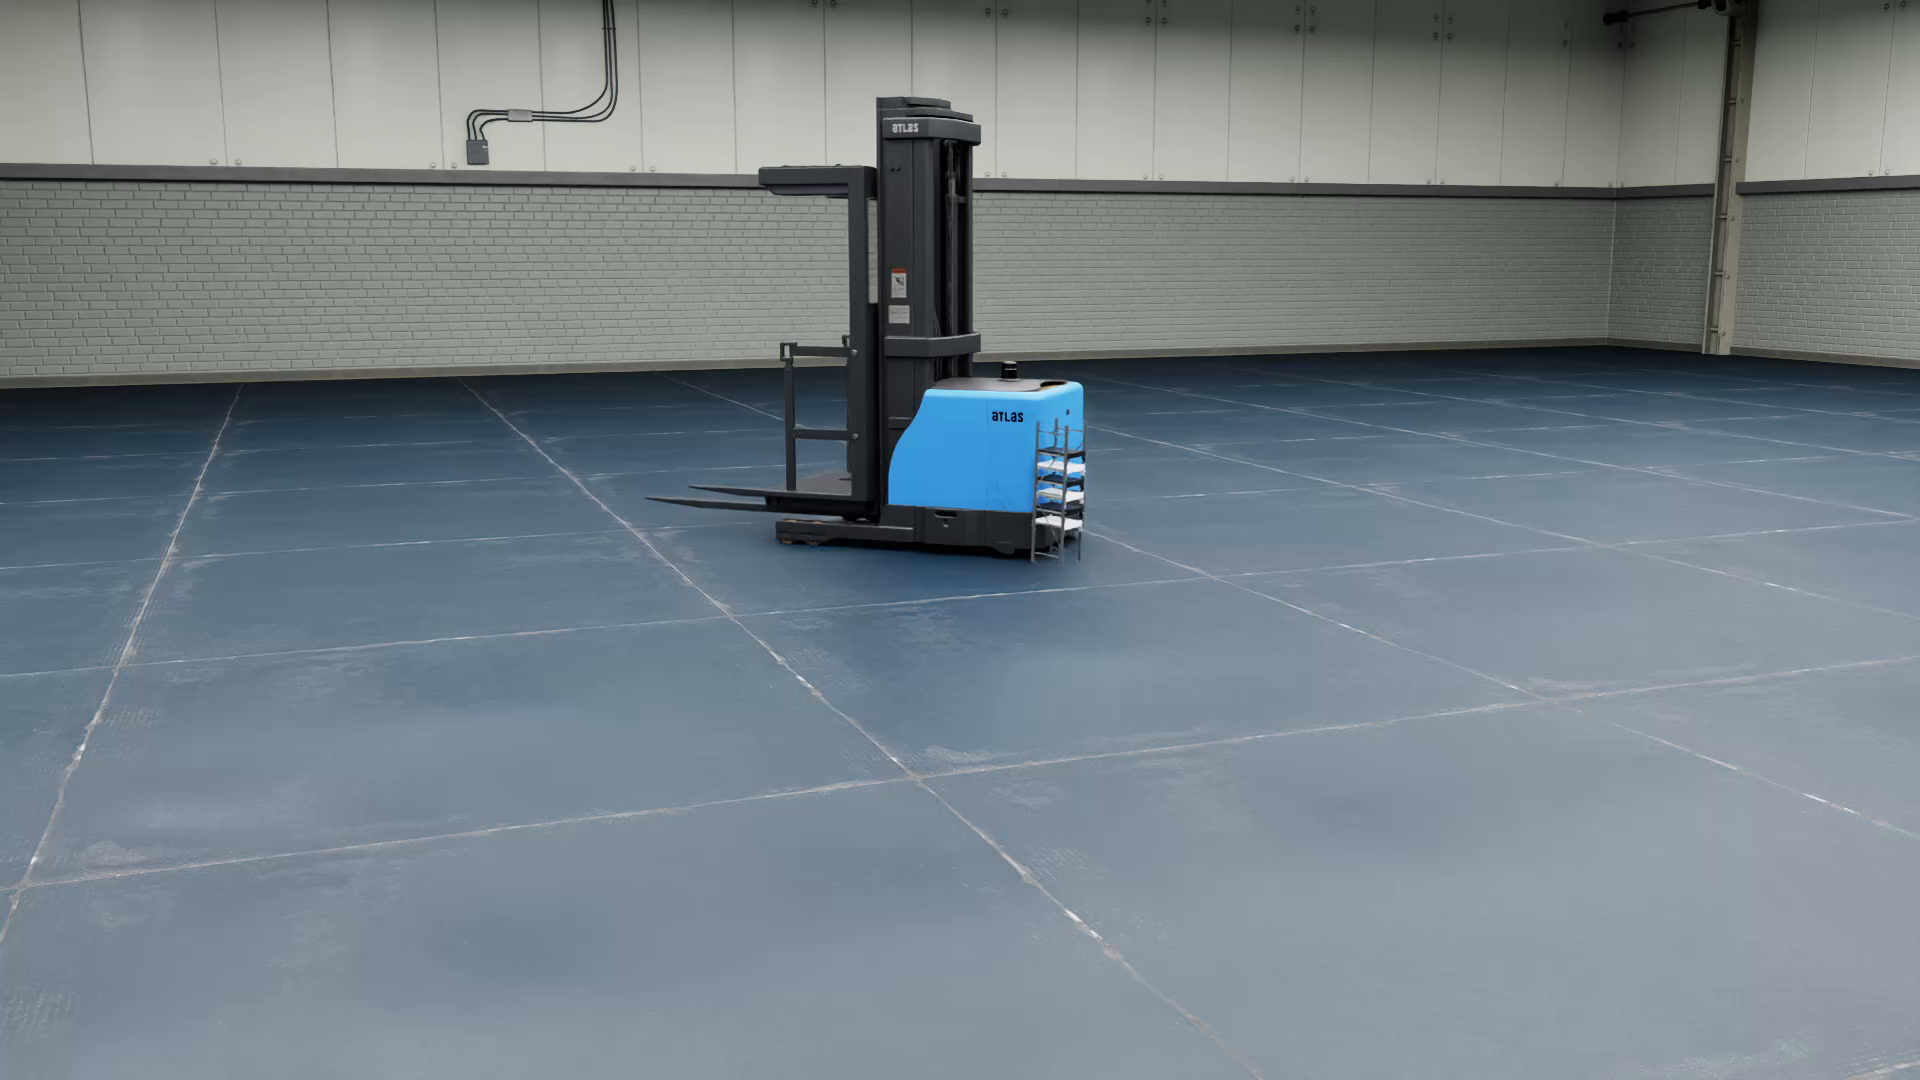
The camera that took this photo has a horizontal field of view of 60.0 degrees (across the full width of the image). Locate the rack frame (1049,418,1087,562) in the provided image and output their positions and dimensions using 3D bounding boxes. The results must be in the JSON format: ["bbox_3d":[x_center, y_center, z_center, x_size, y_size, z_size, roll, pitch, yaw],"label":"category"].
[{"bbox_3d":[0.686,-0.317,10.578,0.240,0.900,0.006,11,15,37],"label":"rack frame"}]

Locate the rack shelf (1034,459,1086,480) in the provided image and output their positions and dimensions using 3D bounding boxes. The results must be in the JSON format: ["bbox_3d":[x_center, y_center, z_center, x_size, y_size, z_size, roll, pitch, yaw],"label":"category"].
[{"bbox_3d":[0.628,-0.444,10.468,0.258,0.077,0.200,11,15,37],"label":"rack shelf"}]

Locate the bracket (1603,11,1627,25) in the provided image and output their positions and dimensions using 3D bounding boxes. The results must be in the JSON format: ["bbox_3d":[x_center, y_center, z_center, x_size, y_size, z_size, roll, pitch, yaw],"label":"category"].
[{"bbox_3d":[12.647,-10.074,32.082,0.235,0.232,0.430,-4,11,-21],"label":"bracket"}]

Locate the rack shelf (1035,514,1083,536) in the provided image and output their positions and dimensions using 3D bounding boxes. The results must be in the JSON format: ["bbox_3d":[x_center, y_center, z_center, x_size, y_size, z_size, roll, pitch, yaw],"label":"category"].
[{"bbox_3d":[0.617,-0.093,10.545,0.258,0.077,0.200,11,15,37],"label":"rack shelf"}]

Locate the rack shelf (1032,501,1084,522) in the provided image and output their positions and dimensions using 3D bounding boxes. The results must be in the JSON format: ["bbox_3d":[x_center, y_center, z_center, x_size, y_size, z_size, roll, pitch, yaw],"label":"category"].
[{"bbox_3d":[0.620,-0.181,10.525,0.258,0.077,0.200,11,15,37],"label":"rack shelf"}]

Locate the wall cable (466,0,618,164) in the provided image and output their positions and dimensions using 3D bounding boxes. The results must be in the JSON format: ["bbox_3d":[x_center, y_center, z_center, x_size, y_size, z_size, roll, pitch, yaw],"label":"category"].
[{"bbox_3d":[-6.353,-8.710,24.979,2.305,6.003,0.169,-4,11,-21],"label":"wall cable"}]

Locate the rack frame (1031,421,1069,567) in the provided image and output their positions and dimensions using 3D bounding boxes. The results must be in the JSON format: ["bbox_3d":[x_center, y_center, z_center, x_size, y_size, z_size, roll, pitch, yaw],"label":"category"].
[{"bbox_3d":[0.561,-0.286,10.420,0.240,0.900,0.006,11,15,37],"label":"rack frame"}]

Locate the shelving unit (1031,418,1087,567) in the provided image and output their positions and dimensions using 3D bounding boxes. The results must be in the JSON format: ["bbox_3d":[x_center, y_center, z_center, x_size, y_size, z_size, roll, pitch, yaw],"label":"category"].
[{"bbox_3d":[0.623,-0.301,10.499,0.258,0.900,0.210,11,15,37],"label":"shelving unit"}]

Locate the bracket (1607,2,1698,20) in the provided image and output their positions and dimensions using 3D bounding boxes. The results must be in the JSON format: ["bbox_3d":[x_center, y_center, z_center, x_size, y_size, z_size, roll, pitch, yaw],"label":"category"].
[{"bbox_3d":[12.861,-9.978,31.540,0.076,0.066,3.189,-4,11,-21],"label":"bracket"}]

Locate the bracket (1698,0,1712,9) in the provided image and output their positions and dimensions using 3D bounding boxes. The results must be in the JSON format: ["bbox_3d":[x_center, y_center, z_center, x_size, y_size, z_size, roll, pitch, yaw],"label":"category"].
[{"bbox_3d":[13.506,-9.687,29.907,0.235,0.232,0.430,-4,11,-21],"label":"bracket"}]

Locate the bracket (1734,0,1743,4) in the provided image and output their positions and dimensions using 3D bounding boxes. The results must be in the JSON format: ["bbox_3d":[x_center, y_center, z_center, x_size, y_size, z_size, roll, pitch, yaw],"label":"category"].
[{"bbox_3d":[13.807,-9.552,29.145,0.235,0.232,0.430,-4,11,-21],"label":"bracket"}]

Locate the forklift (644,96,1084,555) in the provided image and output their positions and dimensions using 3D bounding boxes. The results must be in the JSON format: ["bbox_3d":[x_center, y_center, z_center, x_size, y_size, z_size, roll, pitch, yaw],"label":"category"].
[{"bbox_3d":[-0.717,-1.485,11.400,3.031,2.935,1.130,4,11,20],"label":"forklift"}]

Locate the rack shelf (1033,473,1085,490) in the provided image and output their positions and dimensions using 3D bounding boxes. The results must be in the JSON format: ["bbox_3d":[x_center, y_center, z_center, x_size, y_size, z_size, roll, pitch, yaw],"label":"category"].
[{"bbox_3d":[0.625,-0.357,10.487,0.258,0.077,0.200,11,15,37],"label":"rack shelf"}]

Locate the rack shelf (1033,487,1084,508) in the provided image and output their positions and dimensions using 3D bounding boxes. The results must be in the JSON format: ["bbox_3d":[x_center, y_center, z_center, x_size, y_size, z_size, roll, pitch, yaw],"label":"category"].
[{"bbox_3d":[0.622,-0.269,10.506,0.258,0.077,0.200,11,15,37],"label":"rack shelf"}]

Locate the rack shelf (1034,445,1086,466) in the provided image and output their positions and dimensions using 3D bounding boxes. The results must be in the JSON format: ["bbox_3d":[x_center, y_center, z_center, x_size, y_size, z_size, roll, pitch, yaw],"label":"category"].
[{"bbox_3d":[0.630,-0.532,10.448,0.258,0.077,0.200,11,15,37],"label":"rack shelf"}]

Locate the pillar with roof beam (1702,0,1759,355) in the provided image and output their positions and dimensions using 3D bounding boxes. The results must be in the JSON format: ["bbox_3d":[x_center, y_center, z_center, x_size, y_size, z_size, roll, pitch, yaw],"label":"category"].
[{"bbox_3d":[9.975,-7.597,28.432,9.100,9.000,0.548,-4,11,-21],"label":"pillar with roof beam"}]
